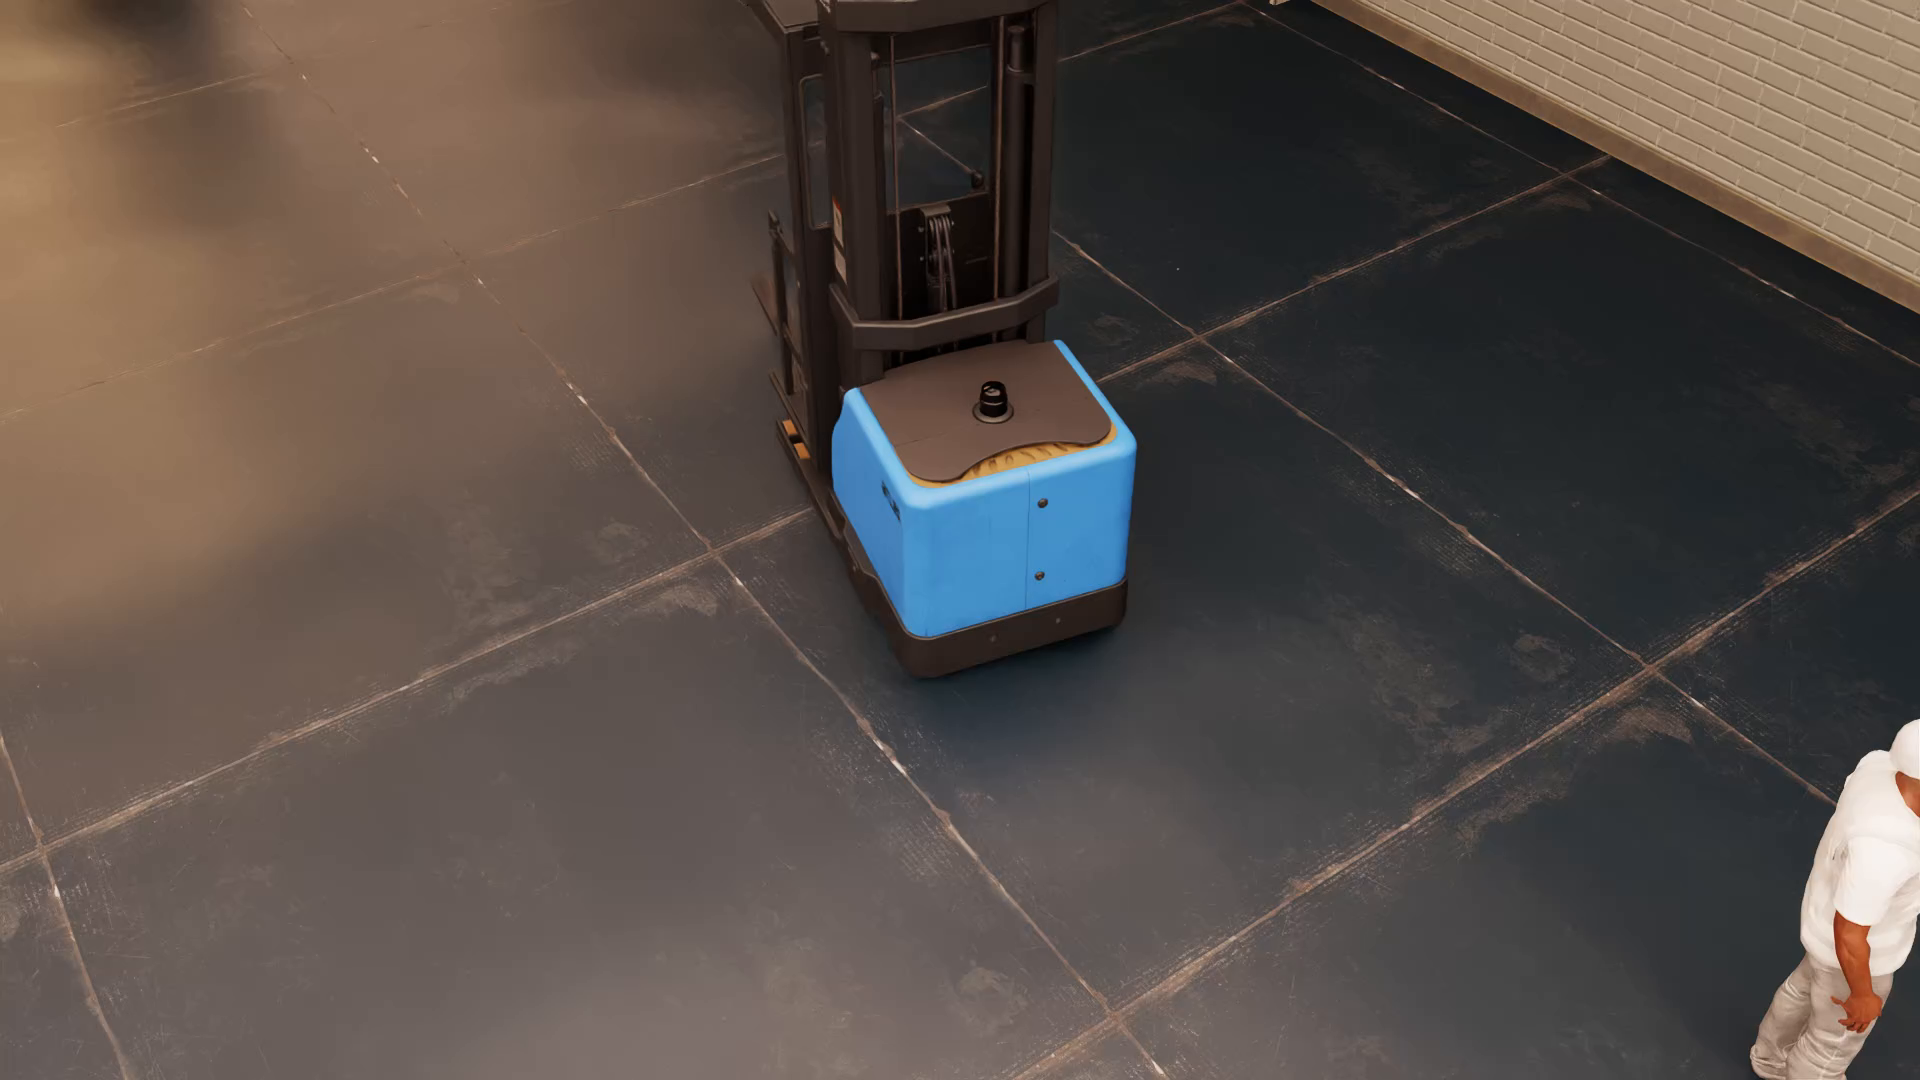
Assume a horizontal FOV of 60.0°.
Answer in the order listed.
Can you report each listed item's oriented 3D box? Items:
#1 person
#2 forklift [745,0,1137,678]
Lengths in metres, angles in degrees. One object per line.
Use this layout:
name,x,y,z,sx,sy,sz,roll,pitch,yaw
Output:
person,2.895,1.241,5.218,0.577,1.766,0.665,19,46,19
forklift,-0.278,-1.494,7.337,1.130,2.935,3.031,-15,45,-16
